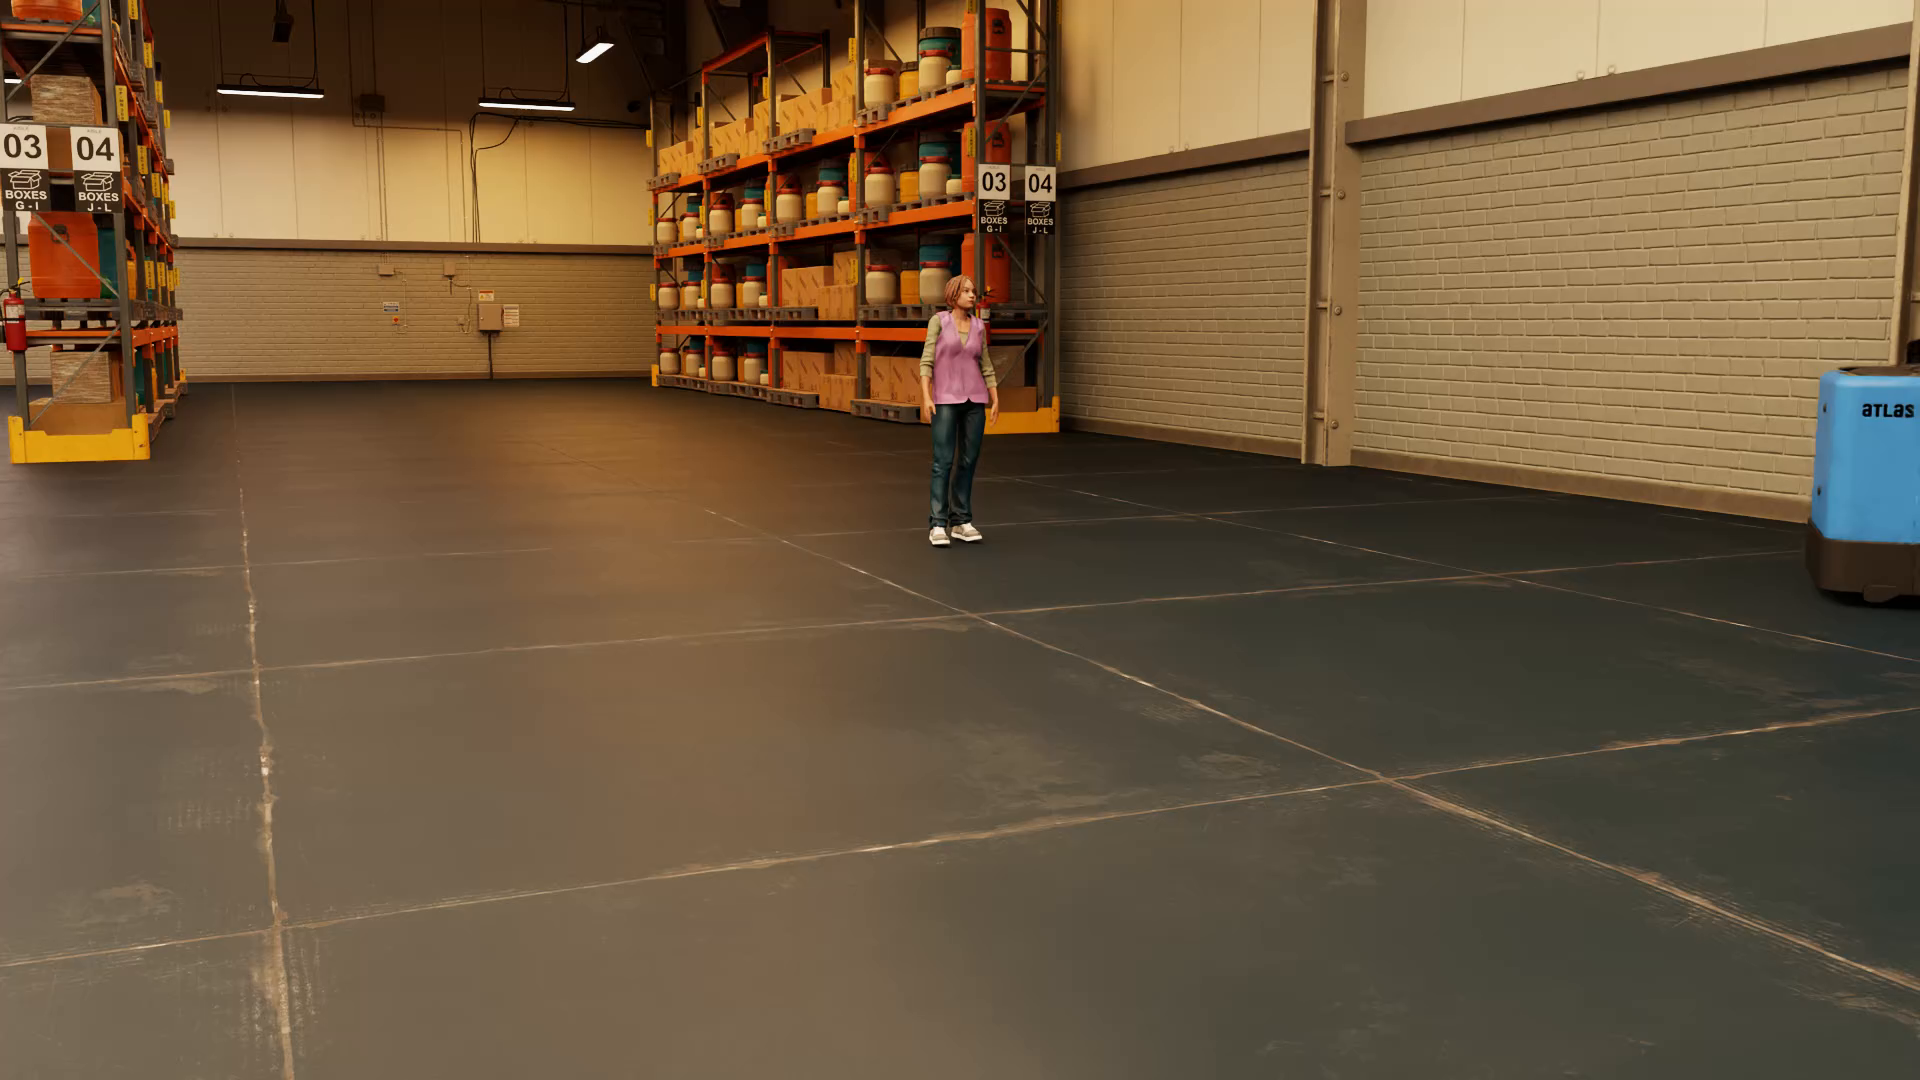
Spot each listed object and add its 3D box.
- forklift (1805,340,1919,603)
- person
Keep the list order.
[{"bbox_3d":[5.634,-1.130,7.514,3.031,2.935,1.130,3,8,23],"label":"forklift"},{"bbox_3d":[0.016,-0.790,9.976,0.520,1.597,0.476,-3,8,-23],"label":"person"}]
